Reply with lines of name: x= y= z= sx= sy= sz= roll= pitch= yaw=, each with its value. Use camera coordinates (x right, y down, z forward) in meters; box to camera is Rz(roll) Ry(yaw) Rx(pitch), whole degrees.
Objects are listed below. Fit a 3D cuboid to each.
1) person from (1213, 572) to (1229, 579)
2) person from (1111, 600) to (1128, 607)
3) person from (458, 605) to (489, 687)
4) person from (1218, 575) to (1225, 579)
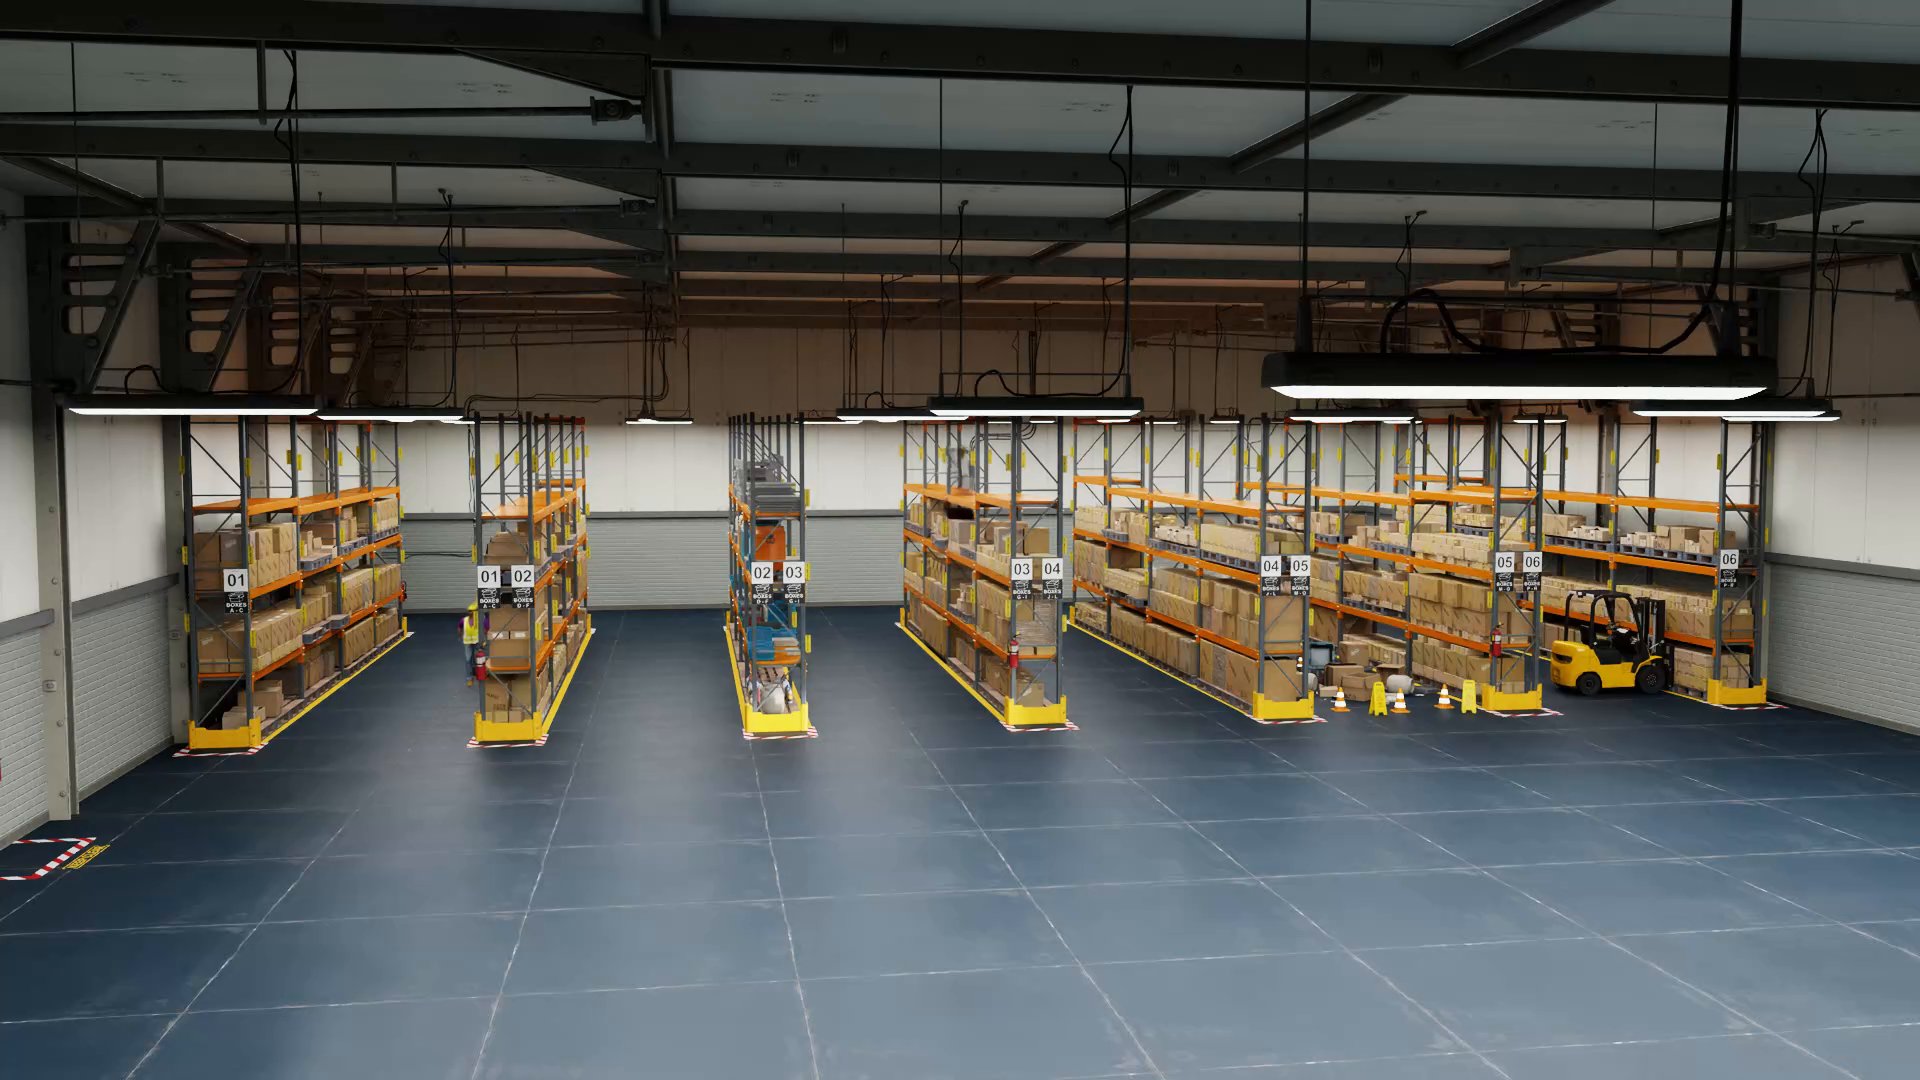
person: x=7.842 y=1.444 z=50.296 sx=0.609 sy=1.736 sz=0.710 roll=-1 pitch=4 yaw=-18
person: x=4.837 y=1.402 z=50.715 sx=0.778 sy=1.853 sz=0.632 roll=-3 pitch=5 yaw=-39
person: x=-10.839 y=2.325 z=37.016 sx=0.700 sy=1.772 sz=0.962 roll=-1 pitch=4 yaw=-8
person: x=6.917 y=1.826 z=44.221 sx=0.692 sy=1.796 sz=0.889 roll=-1 pitch=4 yaw=-15
